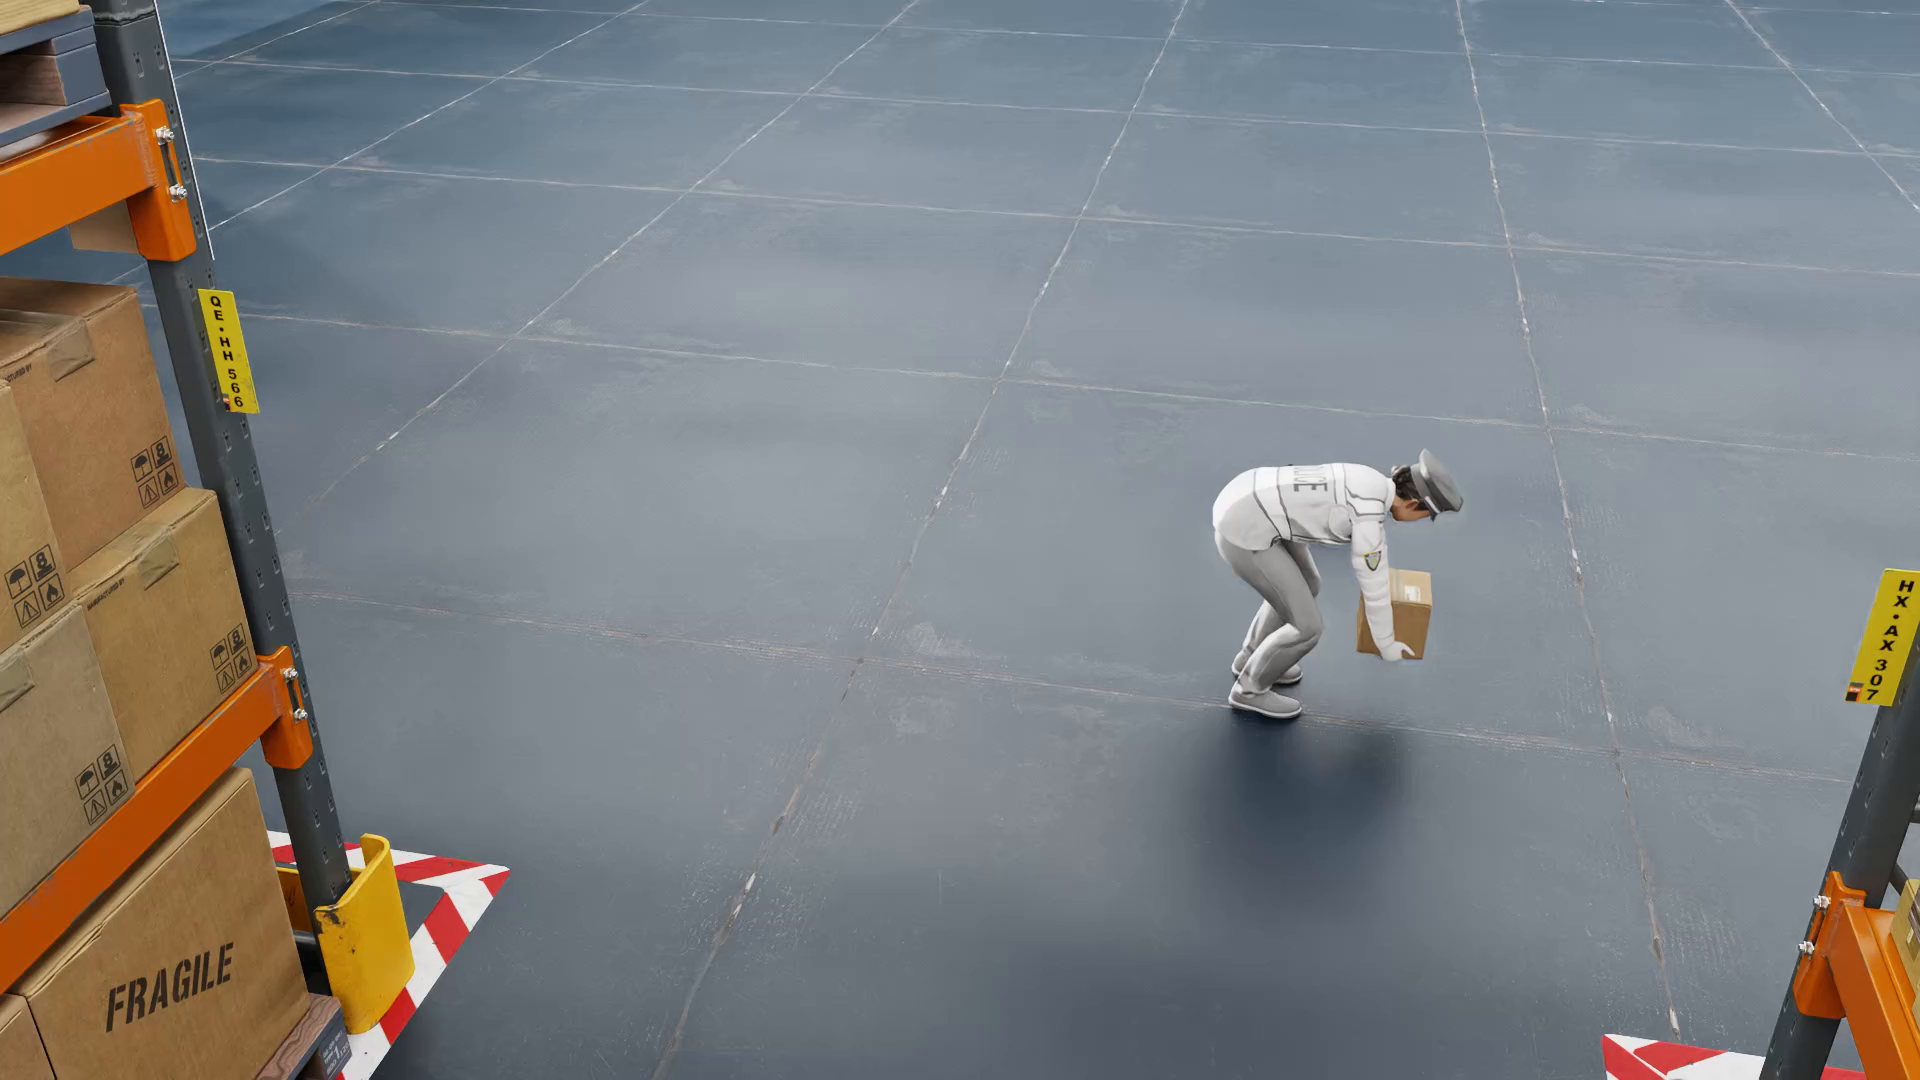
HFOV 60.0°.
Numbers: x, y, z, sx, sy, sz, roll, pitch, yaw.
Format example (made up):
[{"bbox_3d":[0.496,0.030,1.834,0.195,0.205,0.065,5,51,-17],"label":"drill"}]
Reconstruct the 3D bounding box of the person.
[{"bbox_3d":[1.422,0.152,6.430,0.919,1.106,0.449,5,29,8],"label":"person"}]
